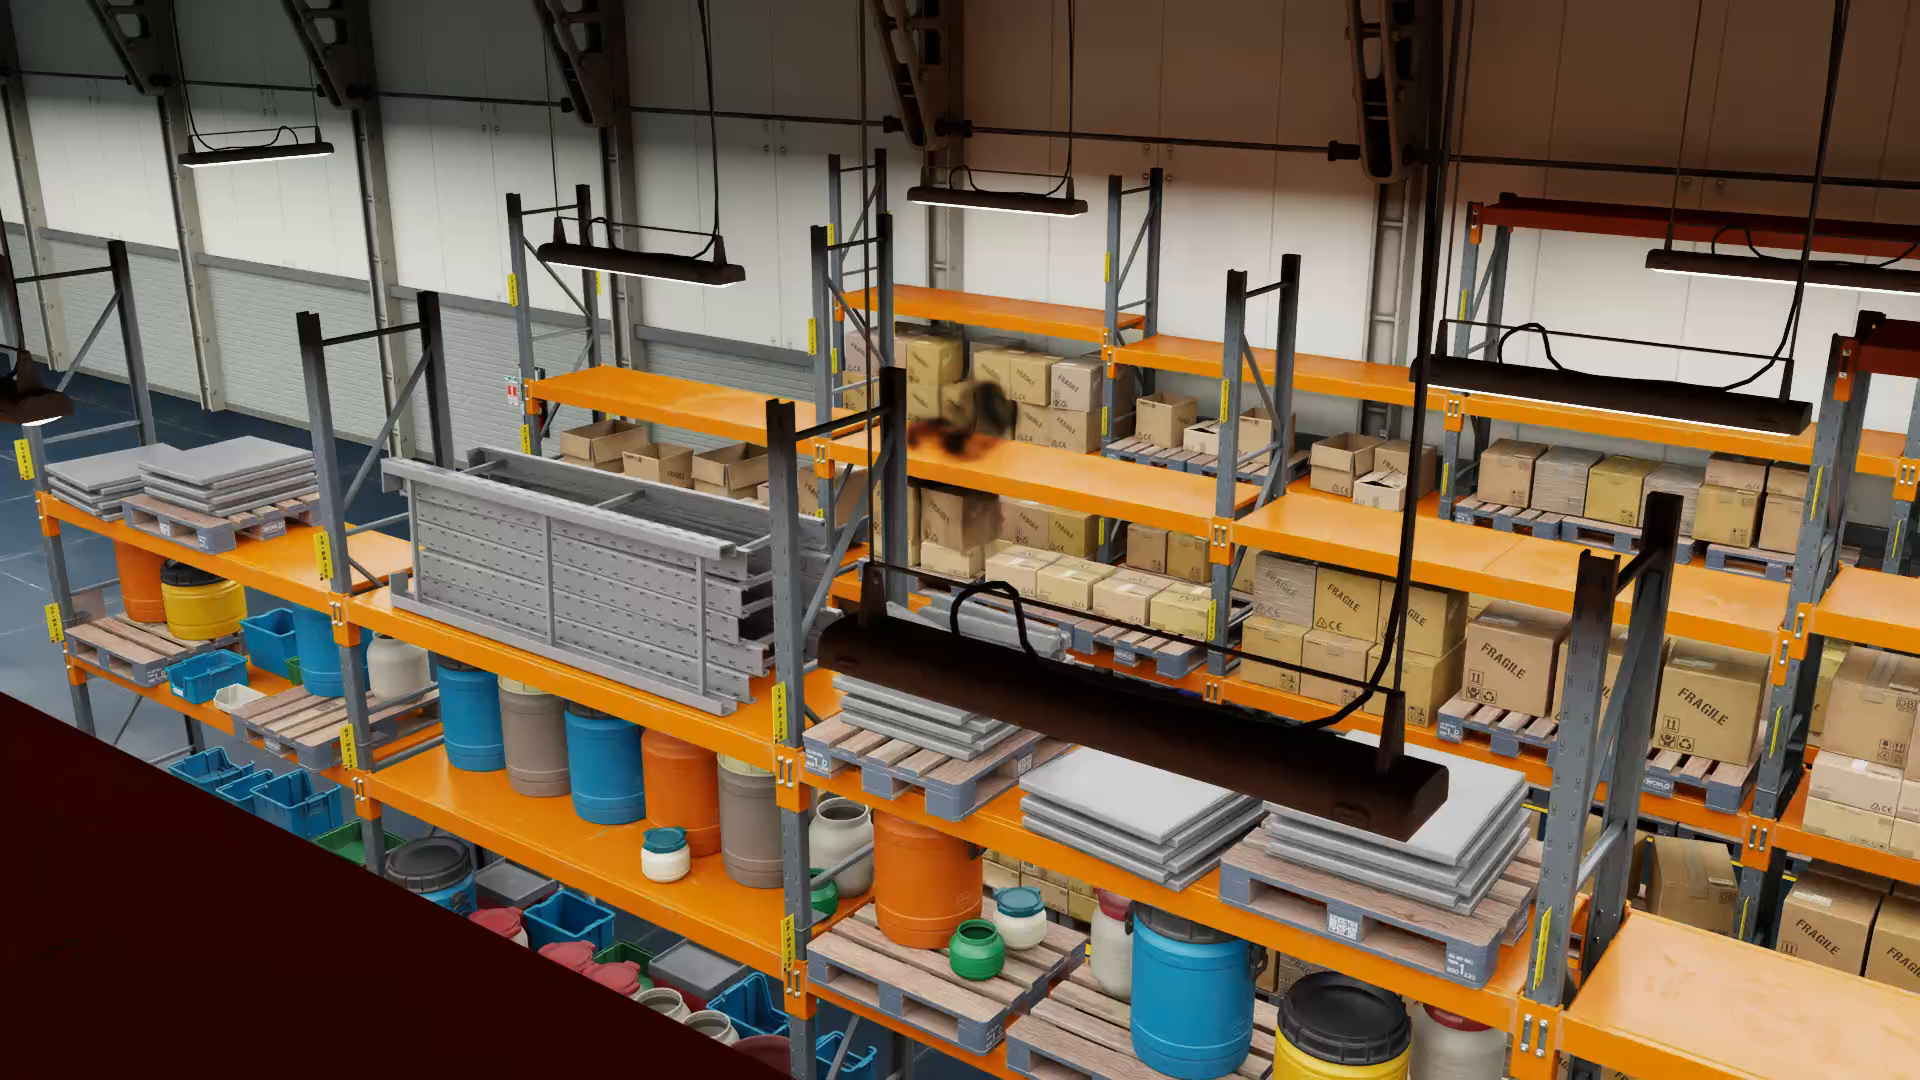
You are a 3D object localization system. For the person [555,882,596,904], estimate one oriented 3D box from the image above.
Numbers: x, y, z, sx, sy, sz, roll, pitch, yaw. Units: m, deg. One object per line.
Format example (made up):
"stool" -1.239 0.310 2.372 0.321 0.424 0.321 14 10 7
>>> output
"person" -3.370 2.471 14.204 0.814 1.717 0.599 13 22 34

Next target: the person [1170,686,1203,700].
"person" 2.225 1.820 16.361 0.587 1.611 0.576 14 23 35
